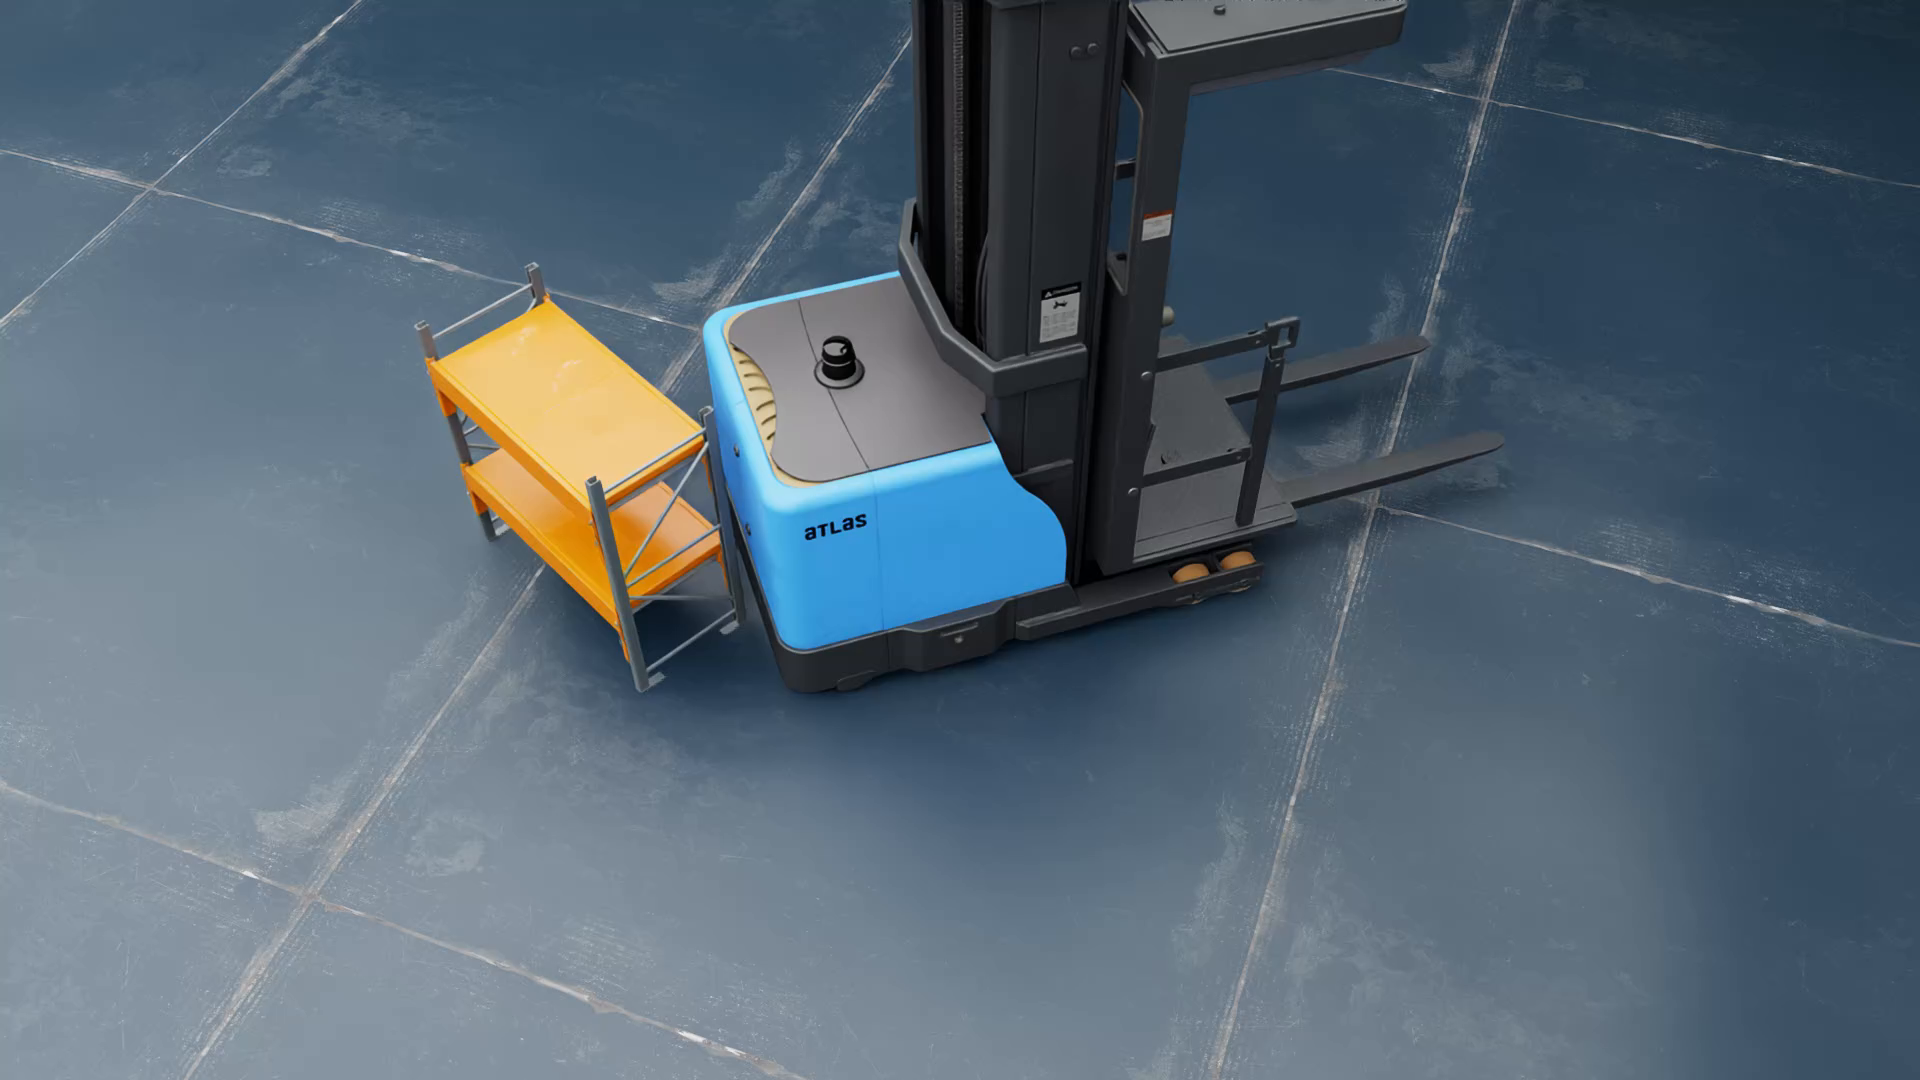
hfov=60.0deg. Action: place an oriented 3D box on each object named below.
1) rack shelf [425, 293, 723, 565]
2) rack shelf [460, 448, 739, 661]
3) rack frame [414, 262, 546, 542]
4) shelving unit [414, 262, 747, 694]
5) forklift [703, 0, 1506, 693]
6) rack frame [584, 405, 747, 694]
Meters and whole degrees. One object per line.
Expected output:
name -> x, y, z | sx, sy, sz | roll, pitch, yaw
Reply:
rack shelf -> -1.355, -0.410, 5.840 | 0.538, 0.278, 1.000 | -36, 58, -27
rack shelf -> -1.355, -0.058, 6.246 | 0.538, 0.278, 1.000 | -36, 58, -27
rack frame -> -1.706, -0.497, 6.303 | 0.500, 1.125, 0.032 | -36, 58, -27
shelving unit -> -1.355, -0.219, 6.062 | 0.538, 1.125, 1.048 | -36, 58, -27
forklift -> 0.648, -1.077, 5.611 | 3.031, 2.935, 1.130 | -14, 51, -12
rack frame -> -1.004, 0.060, 5.821 | 0.500, 1.125, 0.032 | -36, 58, -27
